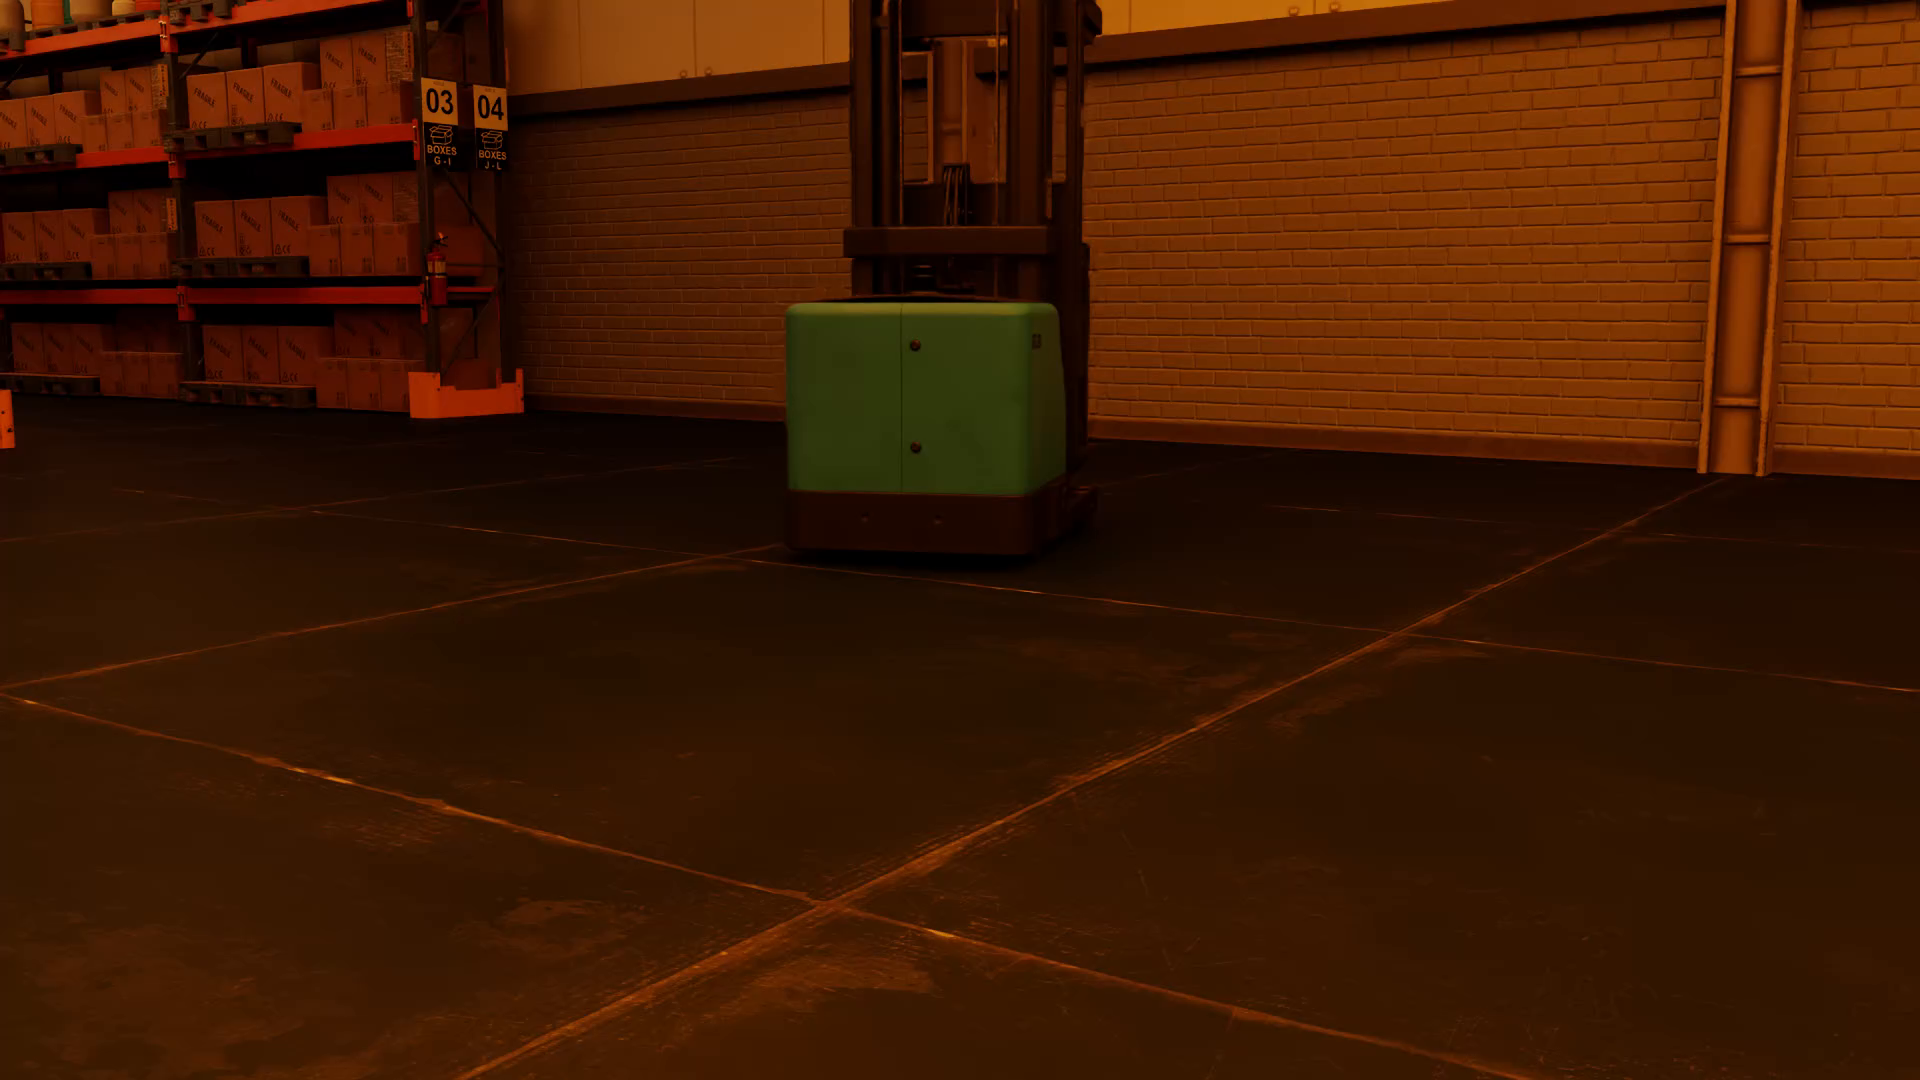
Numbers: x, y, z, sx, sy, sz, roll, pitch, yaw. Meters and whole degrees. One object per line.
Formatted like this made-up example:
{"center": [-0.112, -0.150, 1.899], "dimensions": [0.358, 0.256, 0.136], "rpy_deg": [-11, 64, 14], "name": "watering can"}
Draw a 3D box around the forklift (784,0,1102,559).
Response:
{"center": [0.080, -1.539, 8.018], "dimensions": [1.130, 2.935, 3.031], "rpy_deg": [2, 8, 12], "name": "forklift"}
